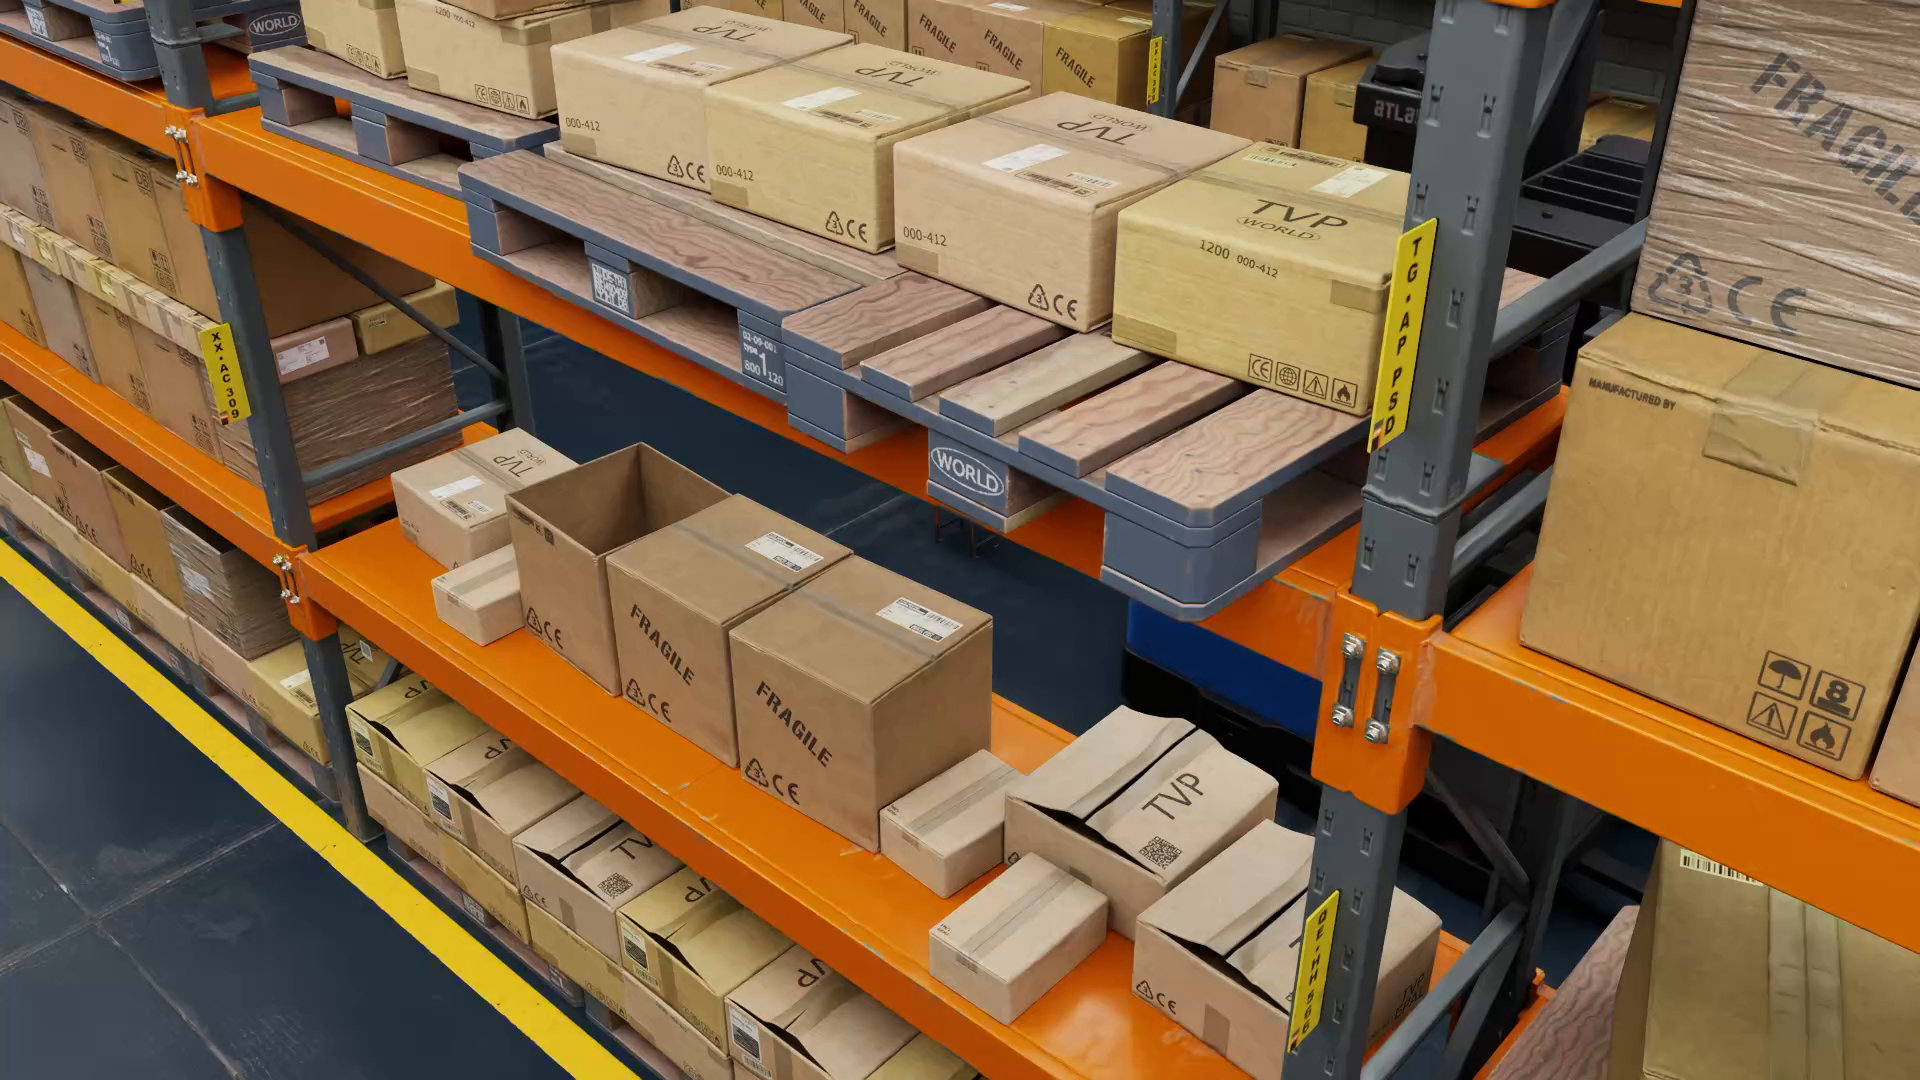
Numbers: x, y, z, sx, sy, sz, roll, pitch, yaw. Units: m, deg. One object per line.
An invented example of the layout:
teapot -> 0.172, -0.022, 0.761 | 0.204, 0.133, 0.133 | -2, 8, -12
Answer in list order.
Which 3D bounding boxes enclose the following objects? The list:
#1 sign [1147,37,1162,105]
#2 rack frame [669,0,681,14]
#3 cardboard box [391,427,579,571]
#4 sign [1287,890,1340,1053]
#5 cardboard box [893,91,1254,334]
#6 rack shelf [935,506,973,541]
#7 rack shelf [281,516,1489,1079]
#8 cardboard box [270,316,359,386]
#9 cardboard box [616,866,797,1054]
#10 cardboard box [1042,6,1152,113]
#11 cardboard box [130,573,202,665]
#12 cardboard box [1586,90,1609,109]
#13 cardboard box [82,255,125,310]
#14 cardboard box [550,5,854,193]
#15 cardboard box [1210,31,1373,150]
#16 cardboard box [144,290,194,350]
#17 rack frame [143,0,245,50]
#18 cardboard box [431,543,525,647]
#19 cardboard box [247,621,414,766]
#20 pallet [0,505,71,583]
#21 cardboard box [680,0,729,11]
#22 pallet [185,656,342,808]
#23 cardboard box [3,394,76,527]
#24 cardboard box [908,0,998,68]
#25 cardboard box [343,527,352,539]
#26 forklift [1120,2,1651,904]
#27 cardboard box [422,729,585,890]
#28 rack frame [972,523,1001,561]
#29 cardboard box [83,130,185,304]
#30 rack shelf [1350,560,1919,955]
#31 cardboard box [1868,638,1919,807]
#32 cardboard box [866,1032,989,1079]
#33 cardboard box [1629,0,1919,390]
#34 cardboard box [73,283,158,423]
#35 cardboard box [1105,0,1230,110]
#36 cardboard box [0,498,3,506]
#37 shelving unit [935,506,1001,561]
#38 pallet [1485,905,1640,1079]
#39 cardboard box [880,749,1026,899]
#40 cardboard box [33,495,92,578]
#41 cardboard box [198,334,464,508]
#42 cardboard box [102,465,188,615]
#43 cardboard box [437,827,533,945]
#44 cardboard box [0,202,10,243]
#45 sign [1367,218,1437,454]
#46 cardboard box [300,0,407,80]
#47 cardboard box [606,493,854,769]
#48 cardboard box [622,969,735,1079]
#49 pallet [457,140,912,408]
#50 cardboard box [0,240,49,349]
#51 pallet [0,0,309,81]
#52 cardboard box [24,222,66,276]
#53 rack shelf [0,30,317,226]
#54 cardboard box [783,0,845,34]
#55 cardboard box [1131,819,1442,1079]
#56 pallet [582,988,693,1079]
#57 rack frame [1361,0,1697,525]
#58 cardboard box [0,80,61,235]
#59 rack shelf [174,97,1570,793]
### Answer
sign -> 0.992, -2.391, 8.474 | 0.005, 0.325, 0.100 | 25, 39, 35
rack frame -> -1.615, -3.614, 11.346 | 0.127, 3.000, 1.000 | 25, 39, 35
cardboard box -> -1.576, -0.116, 5.681 | 0.500, 0.250, 0.500 | -27, 40, -37
sign -> 0.625, 0.767, 2.945 | 0.005, 0.325, 0.100 | 25, 39, 35
cardboard box -> 0.220, -0.661, 3.269 | 0.500, 0.250, 0.500 | 26, 40, 36
rack shelf -> 0.040, -0.184, 8.097 | 0.240, 0.259, 0.215 | 25, 39, 35
rack shelf -> -0.488, 0.666, 4.933 | 4.000, 0.370, 1.077 | 25, 39, 35
cardboard box -> -2.316, -0.667, 5.724 | 0.250, 0.149, 0.380 | 25, 39, 35
cardboard box -> -0.691, 1.193, 5.075 | 0.500, 0.311, 0.500 | 26, 40, 36
cardboard box -> 0.793, -2.541, 8.961 | 0.500, 0.500, 0.500 | 25, 39, 35
cardboard box -> -3.206, 0.243, 7.198 | 0.500, 0.250, 0.500 | 25, 39, 35
cardboard box -> 2.624, -1.860, 7.908 | 0.700, 0.500, 0.500 | -23, 38, -33
cardboard box -> -3.069, -1.020, 6.310 | 0.250, 0.149, 0.380 | 25, 39, 35
cardboard box -> -0.594, -1.050, 3.916 | 0.500, 0.250, 0.500 | 21, 37, 31
cardboard box -> 1.705, -2.272, 8.592 | 0.500, 0.500, 0.700 | 25, 39, 35
cardboard box -> -2.694, -0.843, 6.017 | 0.250, 0.149, 0.380 | 24, 38, 34
rack frame -> -1.971, -2.905, 4.350 | 0.127, 3.000, 1.000 | 25, 39, 35
cardboard box -> -1.451, 0.158, 5.323 | 0.250, 0.149, 0.380 | 25, 39, 35
cardboard box -> -2.461, 0.587, 6.626 | 0.500, 0.250, 0.500 | 25, 39, 35
pallet -> -4.341, -0.276, 8.503 | 1.213, 0.211, 1.003 | 25, 39, 35
cardboard box -> -1.463, -3.600, 10.720 | 0.500, 0.500, 0.500 | 25, 39, 35
pallet -> -2.532, 0.569, 7.100 | 1.213, 0.211, 1.003 | 25, 39, 35
cardboard box -> -3.937, -0.431, 7.589 | 0.500, 0.500, 0.500 | 25, 39, 35
cardboard box -> 0.053, -2.890, 9.541 | 0.500, 0.500, 0.500 | 24, 38, 34
cardboard box -> -2.480, -0.108, 7.053 | 0.500, 0.500, 0.500 | 25, 39, 35
forklift -> 2.097, -0.218, 5.771 | 3.031, 2.935, 1.130 | 26, 40, 36
cardboard box -> -1.464, 0.837, 5.666 | 0.500, 0.311, 0.500 | 25, 39, 35
rack frame -> 0.130, -0.389, 7.878 | 0.008, 1.050, 0.200 | 25, 39, 35
cardboard box -> -2.679, -1.259, 6.078 | 0.500, 0.500, 0.700 | 25, 39, 35
rack shelf -> 2.478, 0.765, 1.860 | 4.000, 0.370, 1.077 | 25, 39, 35
cardboard box -> 1.719, 0.037, 2.276 | 0.500, 0.500, 0.910 | 25, 39, 35
cardboard box -> 0.052, 1.543, 4.493 | 0.500, 0.311, 0.500 | 24, 39, 34
cardboard box -> 1.314, -0.553, 2.285 | 0.500, 0.500, 0.500 | 25, 39, 35
cardboard box -> -3.069, -0.884, 6.712 | 0.500, 0.500, 0.700 | 26, 39, 36
cardboard box -> 1.142, -2.738, 9.289 | 0.500, 0.500, 0.500 | 24, 38, 34
cardboard box -> -4.688, -0.450, 8.348 | 0.500, 0.250, 0.500 | 25, 39, 35
shelving unit -> 0.040, -0.431, 7.948 | 0.252, 1.050, 0.215 | 25, 39, 35
pallet -> 1.545, 1.340, 3.302 | 1.003, 0.211, 1.213 | 25, 39, 35
cardboard box -> 0.012, 0.738, 4.360 | 0.380, 0.149, 0.250 | -26, 40, -36
cardboard box -> -3.944, -0.105, 7.775 | 0.500, 0.250, 0.500 | 25, 39, 35
cardboard box -> -2.304, -0.528, 6.122 | 0.500, 0.500, 0.700 | 24, 38, 34
cardboard box -> -3.197, -0.084, 7.012 | 0.500, 0.500, 0.500 | 25, 39, 35
cardboard box -> -1.460, 1.075, 5.814 | 0.500, 0.250, 0.500 | 26, 40, 36
cardboard box -> -3.834, -1.376, 6.902 | 0.250, 0.149, 0.380 | 24, 39, 35
sign -> 0.617, -0.281, 2.322 | 0.005, 0.325, 0.100 | 25, 39, 35
cardboard box -> -1.520, -1.518, 4.694 | 0.500, 0.250, 0.500 | -25, 39, -35
cardboard box -> -0.650, 0.250, 4.829 | 0.500, 0.500, 0.500 | 25, 39, 35
cardboard box -> -0.697, 1.430, 5.225 | 0.500, 0.250, 0.500 | 26, 40, 36
pallet -> -0.399, -0.741, 3.847 | 1.213, 0.211, 1.003 | 27, 40, 37
cardboard box -> -3.842, -1.241, 7.306 | 0.500, 0.500, 0.700 | 25, 39, 35
pallet -> -2.620, -1.867, 5.620 | 1.213, 0.211, 1.003 | 25, 39, 35
cardboard box -> -3.455, -1.198, 6.606 | 0.250, 0.149, 0.380 | 27, 40, 37
rack shelf -> -3.454, -2.003, 6.459 | 4.000, 0.370, 1.077 | 25, 39, 35
cardboard box -> -0.724, -3.244, 10.129 | 0.500, 0.500, 0.500 | 24, 38, 34
cardboard box -> 0.755, 0.946, 3.857 | 0.500, 0.311, 0.500 | -27, 40, -37
pallet -> -0.489, 1.522, 5.516 | 1.213, 0.211, 1.003 | 25, 39, 35
rack frame -> 0.995, -1.520, 2.050 | 0.127, 3.000, 1.000 | 25, 39, 35
cardboard box -> -3.420, -1.605, 6.653 | 0.500, 0.500, 0.700 | 25, 39, 35
rack shelf -> -0.488, -0.619, 4.159 | 4.000, 0.370, 1.077 | 25, 39, 35
